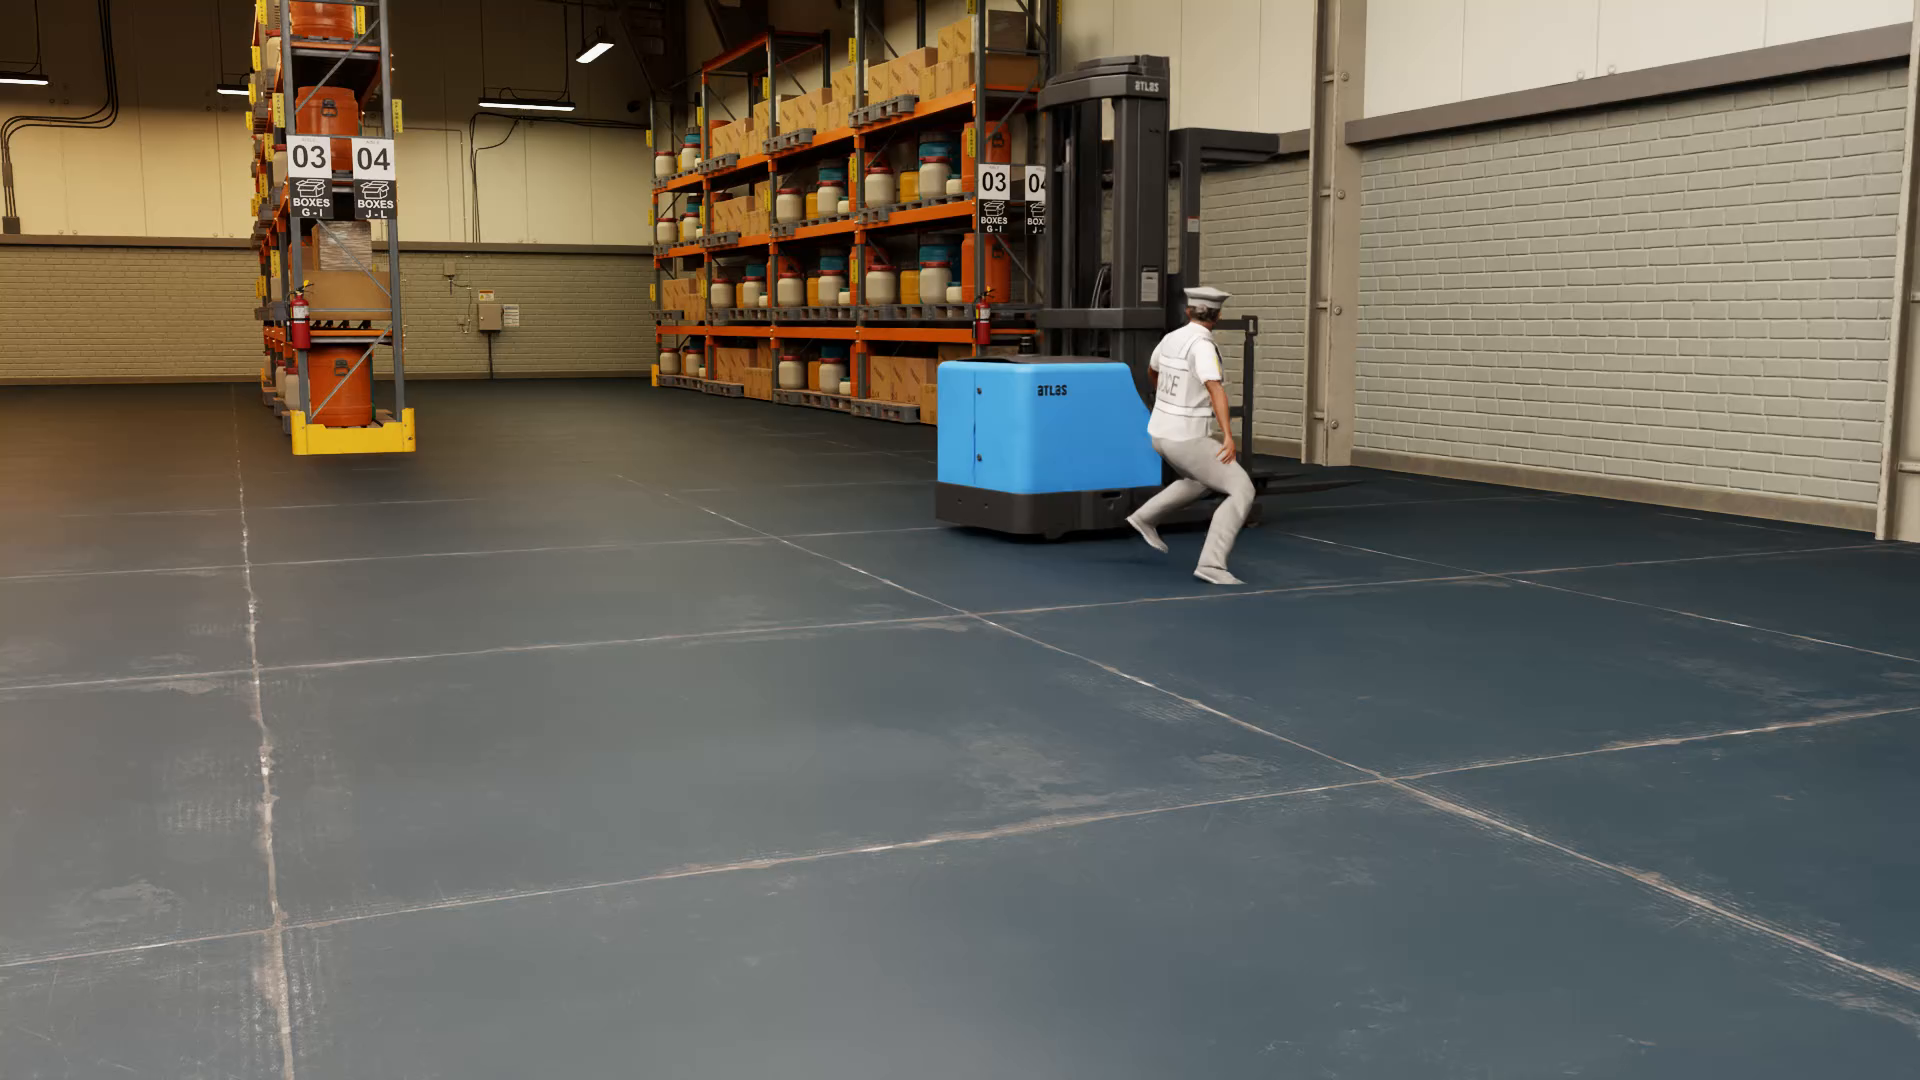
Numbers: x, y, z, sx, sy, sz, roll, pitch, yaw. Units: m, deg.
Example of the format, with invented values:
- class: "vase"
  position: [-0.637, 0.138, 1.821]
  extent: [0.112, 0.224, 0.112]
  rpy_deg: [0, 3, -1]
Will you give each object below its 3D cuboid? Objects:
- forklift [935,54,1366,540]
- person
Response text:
- class: "forklift"
  position: [1.362, -1.573, 10.871]
  extent: [3.031, 2.935, 1.130]
  rpy_deg: [-5, 9, -32]
- class: "person"
  position: [1.235, -0.537, 8.653]
  extent: [0.472, 1.551, 1.047]
  rpy_deg: [-1, 8, -11]
